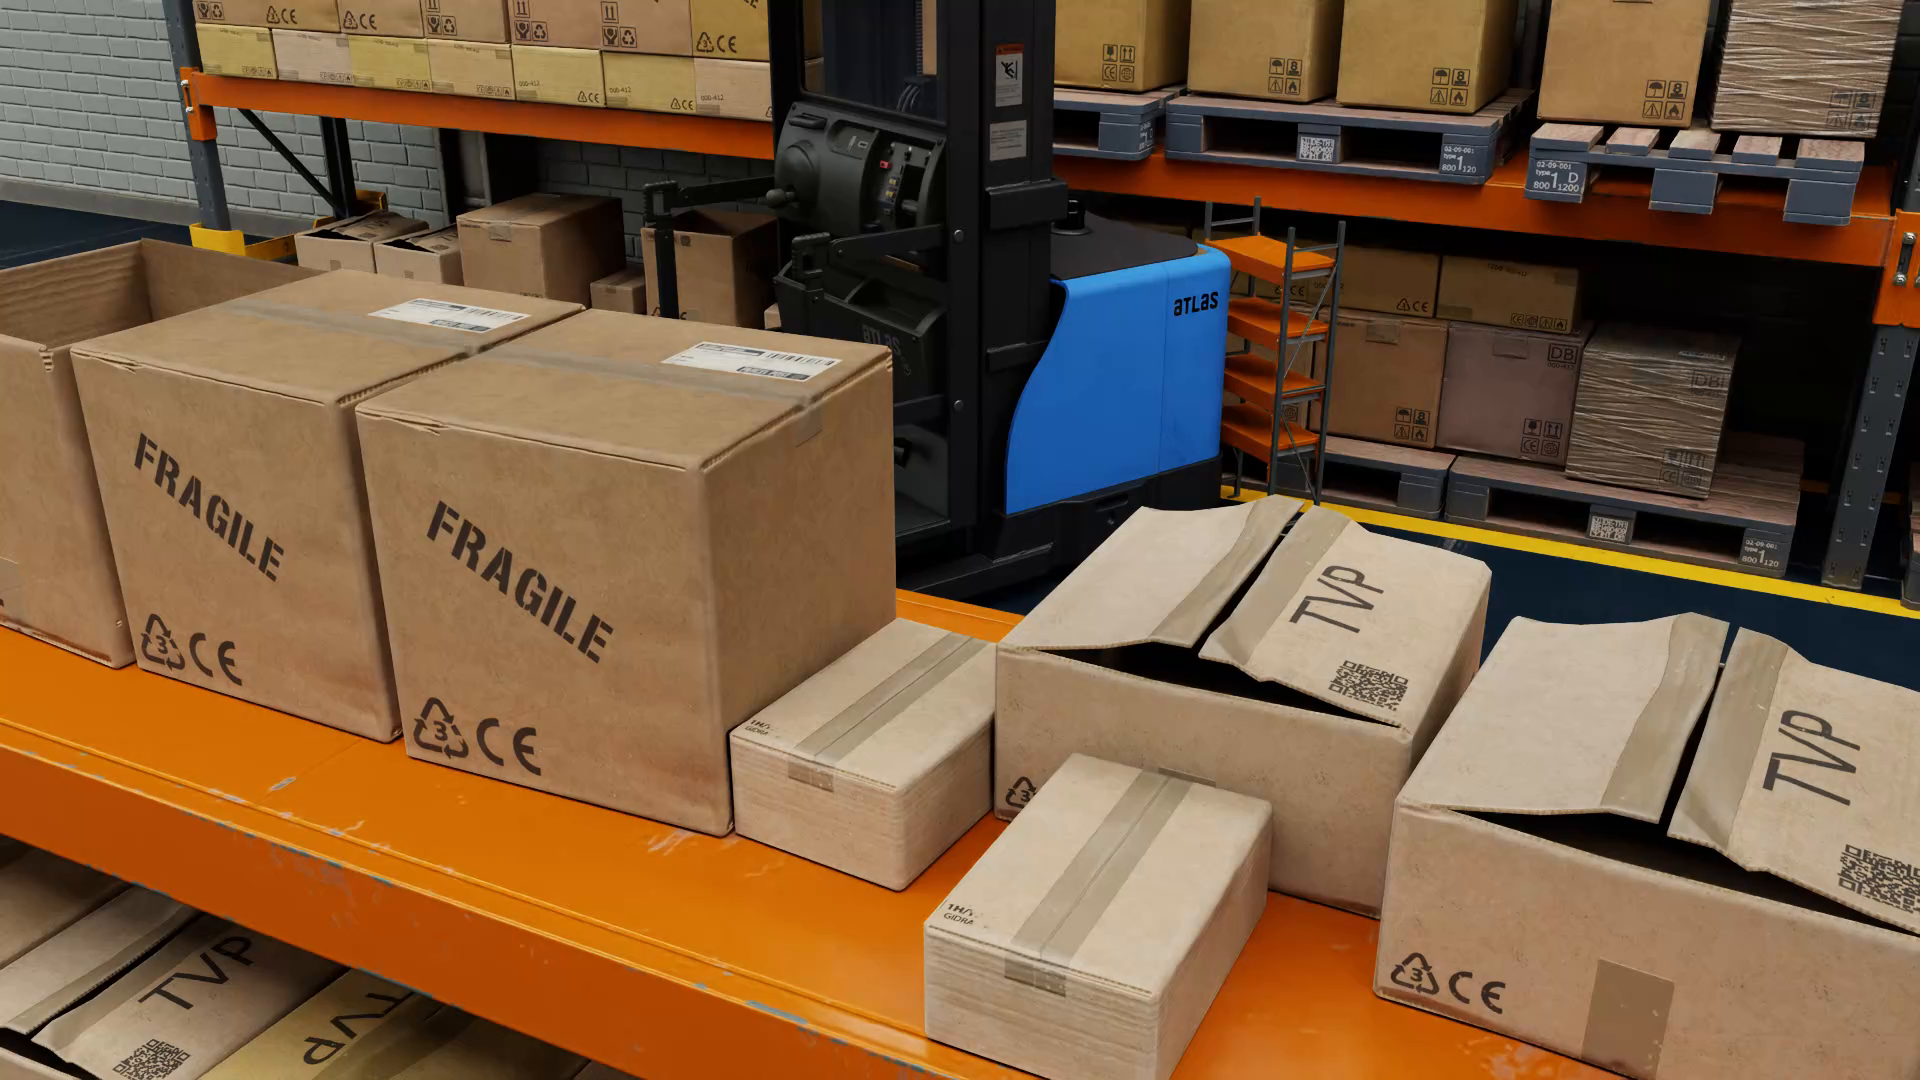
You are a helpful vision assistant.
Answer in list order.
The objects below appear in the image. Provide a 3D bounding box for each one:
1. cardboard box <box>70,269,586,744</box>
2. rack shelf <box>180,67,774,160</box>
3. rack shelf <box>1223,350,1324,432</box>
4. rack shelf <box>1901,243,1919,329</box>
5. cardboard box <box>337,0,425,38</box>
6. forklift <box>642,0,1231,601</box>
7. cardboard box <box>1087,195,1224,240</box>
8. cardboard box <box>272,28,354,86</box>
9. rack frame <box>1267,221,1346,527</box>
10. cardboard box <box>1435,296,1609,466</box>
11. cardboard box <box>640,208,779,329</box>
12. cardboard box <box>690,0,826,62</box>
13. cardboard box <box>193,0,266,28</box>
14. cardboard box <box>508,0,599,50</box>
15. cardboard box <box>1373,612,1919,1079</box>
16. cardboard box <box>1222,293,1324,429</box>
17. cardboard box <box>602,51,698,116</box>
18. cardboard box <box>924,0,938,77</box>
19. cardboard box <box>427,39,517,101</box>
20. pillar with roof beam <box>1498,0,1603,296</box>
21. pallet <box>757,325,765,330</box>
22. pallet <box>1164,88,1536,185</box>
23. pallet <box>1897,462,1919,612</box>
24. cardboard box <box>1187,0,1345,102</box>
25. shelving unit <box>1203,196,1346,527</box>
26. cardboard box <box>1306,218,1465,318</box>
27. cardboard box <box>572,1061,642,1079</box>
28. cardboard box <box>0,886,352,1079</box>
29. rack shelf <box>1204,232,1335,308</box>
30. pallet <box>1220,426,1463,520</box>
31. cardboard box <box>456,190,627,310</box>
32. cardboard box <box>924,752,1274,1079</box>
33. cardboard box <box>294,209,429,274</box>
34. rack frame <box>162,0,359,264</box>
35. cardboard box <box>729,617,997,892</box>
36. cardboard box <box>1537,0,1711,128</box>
[{"bbox_3d":[-0.889,-0.079,2.476,0.500,0.500,0.500,11,25,25],"label":"cardboard box"},{"bbox_3d":[-2.038,-2.109,8.296,4.000,0.370,1.077,11,25,25],"label":"rack shelf"},{"bbox_3d":[1.123,-0.561,6.207,0.258,0.148,0.480,-11,26,-25],"label":"rack shelf"},{"bbox_3d":[5.102,-0.696,4.974,4.000,0.370,1.077,11,25,25],"label":"rack shelf"},{"bbox_3d":[-2.637,-2.705,7.986,0.500,0.500,0.500,10,25,23],"label":"cardboard box"},{"bbox_3d":[-0.509,-1.207,5.342,3.031,2.935,1.130,-16,28,-32],"label":"forklift"},{"bbox_3d":[0.806,-1.283,7.109,0.500,0.250,0.500,11,25,23],"label":"cardboard box"},{"bbox_3d":[-3.060,-2.450,8.343,0.500,0.250,0.500,10,25,23],"label":"cardboard box"},{"bbox_3d":[1.235,-0.538,5.981,0.240,1.200,0.015,-11,26,-25],"label":"rack frame"},{"bbox_3d":[2.244,-0.673,6.632,0.500,0.500,0.700,11,25,24],"label":"cardboard box"},{"bbox_3d":[-1.197,-1.308,8.126,0.500,0.500,0.500,9,25,21],"label":"cardboard box"},{"bbox_3d":[-0.814,-2.348,7.145,0.500,0.500,0.500,11,25,24],"label":"cardboard box"},{"bbox_3d":[-3.532,-2.889,8.419,0.500,0.500,0.500,11,25,25],"label":"cardboard box"},{"bbox_3d":[-1.707,-2.526,7.566,0.500,0.500,0.500,10,25,23],"label":"cardboard box"},{"bbox_3d":[0.780,0.312,1.798,0.500,0.311,0.500,13,26,28],"label":"cardboard box"},{"bbox_3d":[1.333,-0.837,7.017,0.500,0.500,0.700,12,26,25],"label":"cardboard box"},{"bbox_3d":[-1.253,-2.096,7.511,0.500,0.250,0.500,11,26,25],"label":"cardboard box"},{"bbox_3d":[0.186,-2.234,6.979,0.500,0.500,0.700,11,26,25],"label":"cardboard box"},{"bbox_3d":[-2.158,-2.268,7.915,0.500,0.250,0.500,11,26,25],"label":"cardboard box"},{"bbox_3d":[0.605,-3.169,2.204,0.400,9.000,9.100,11,25,25],"label":"pillar with roof beam"},{"bbox_3d":[-0.868,-0.910,8.120,1.213,0.211,1.003,11,25,25],"label":"pallet"},{"bbox_3d":[1.532,-1.628,6.489,1.213,0.211,1.003,11,25,25],"label":"pallet"},{"bbox_3d":[3.987,0.068,5.820,1.213,0.211,1.003,11,25,25],"label":"pallet"},{"bbox_3d":[1.283,-2.027,6.494,0.500,0.500,0.700,15,27,32],"label":"cardboard box"},{"bbox_3d":[1.123,-0.623,6.181,0.258,1.200,0.503,-11,26,-25],"label":"shelving unit"},{"bbox_3d":[1.709,-1.098,6.674,0.500,0.250,0.500,11,25,24],"label":"cardboard box"},{"bbox_3d":[-0.409,0.978,2.377,0.500,0.311,0.500,11,25,24],"label":"cardboard box"},{"bbox_3d":[-1.321,0.799,2.799,0.500,0.311,0.500,10,25,23],"label":"cardboard box"},{"bbox_3d":[1.123,-0.984,6.027,0.258,0.148,0.480,-11,26,-25],"label":"rack shelf"},{"bbox_3d":[1.536,-0.452,7.043,1.213,0.211,1.003,11,25,25],"label":"pallet"},{"bbox_3d":[-2.105,-1.444,8.445,0.500,0.500,0.700,10,25,21],"label":"cardboard box"},{"bbox_3d":[0.158,0.403,1.789,0.250,0.149,0.380,11,25,25],"label":"cardboard box"},{"bbox_3d":[-3.246,-1.605,9.064,0.500,0.311,0.500,8,24,19],"label":"cardboard box"},{"bbox_3d":[-3.822,-2.793,8.985,0.127,3.000,1.000,11,25,25],"label":"rack frame"},{"bbox_3d":[-0.078,0.260,2.126,0.250,0.149,0.380,13,26,28],"label":"cardboard box"},{"bbox_3d":[2.382,-1.798,5.955,0.500,0.500,0.700,9,25,20],"label":"cardboard box"}]
